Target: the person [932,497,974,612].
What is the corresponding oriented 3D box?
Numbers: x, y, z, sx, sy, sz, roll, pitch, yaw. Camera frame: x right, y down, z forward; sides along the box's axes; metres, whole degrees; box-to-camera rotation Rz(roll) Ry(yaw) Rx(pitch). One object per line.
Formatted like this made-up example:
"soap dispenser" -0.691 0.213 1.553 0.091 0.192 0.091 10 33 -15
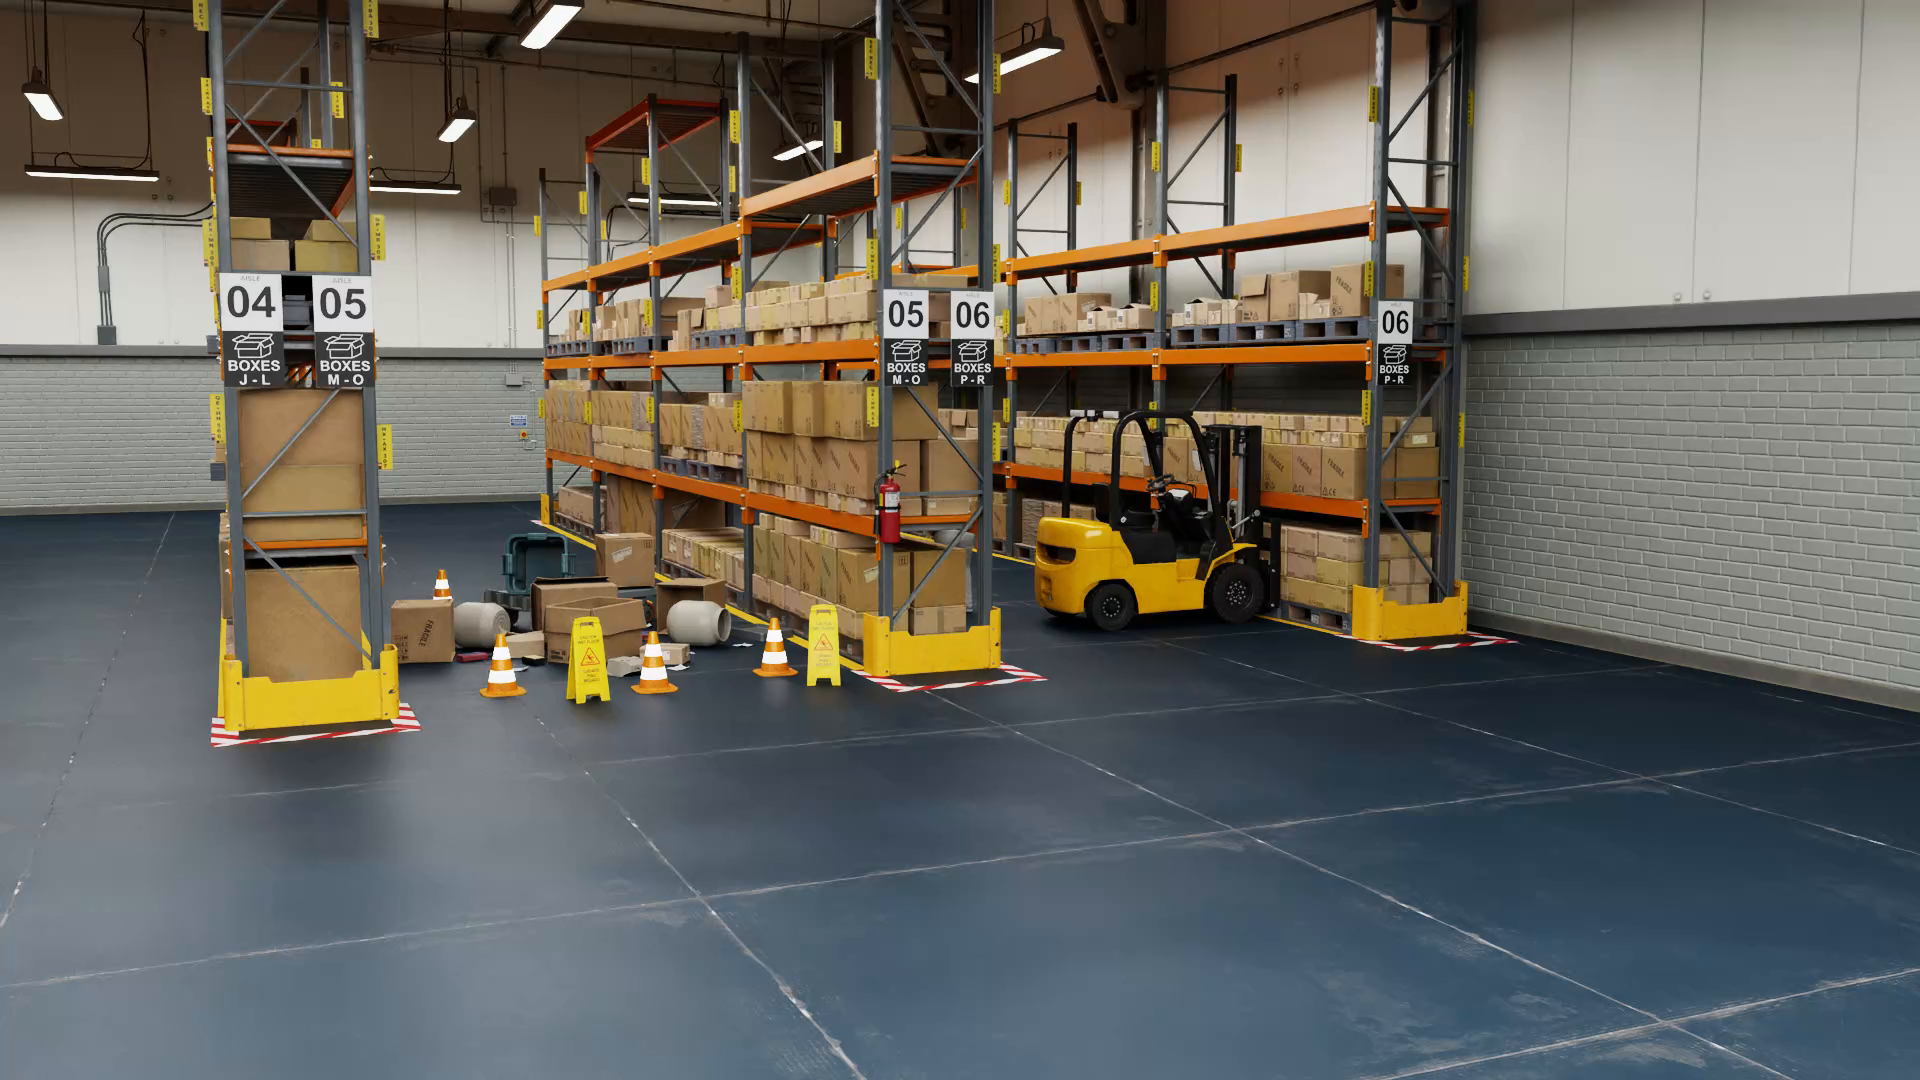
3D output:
"person" -0.105 -0.055 17.627 0.455 1.657 0.542 -2 6 -24
